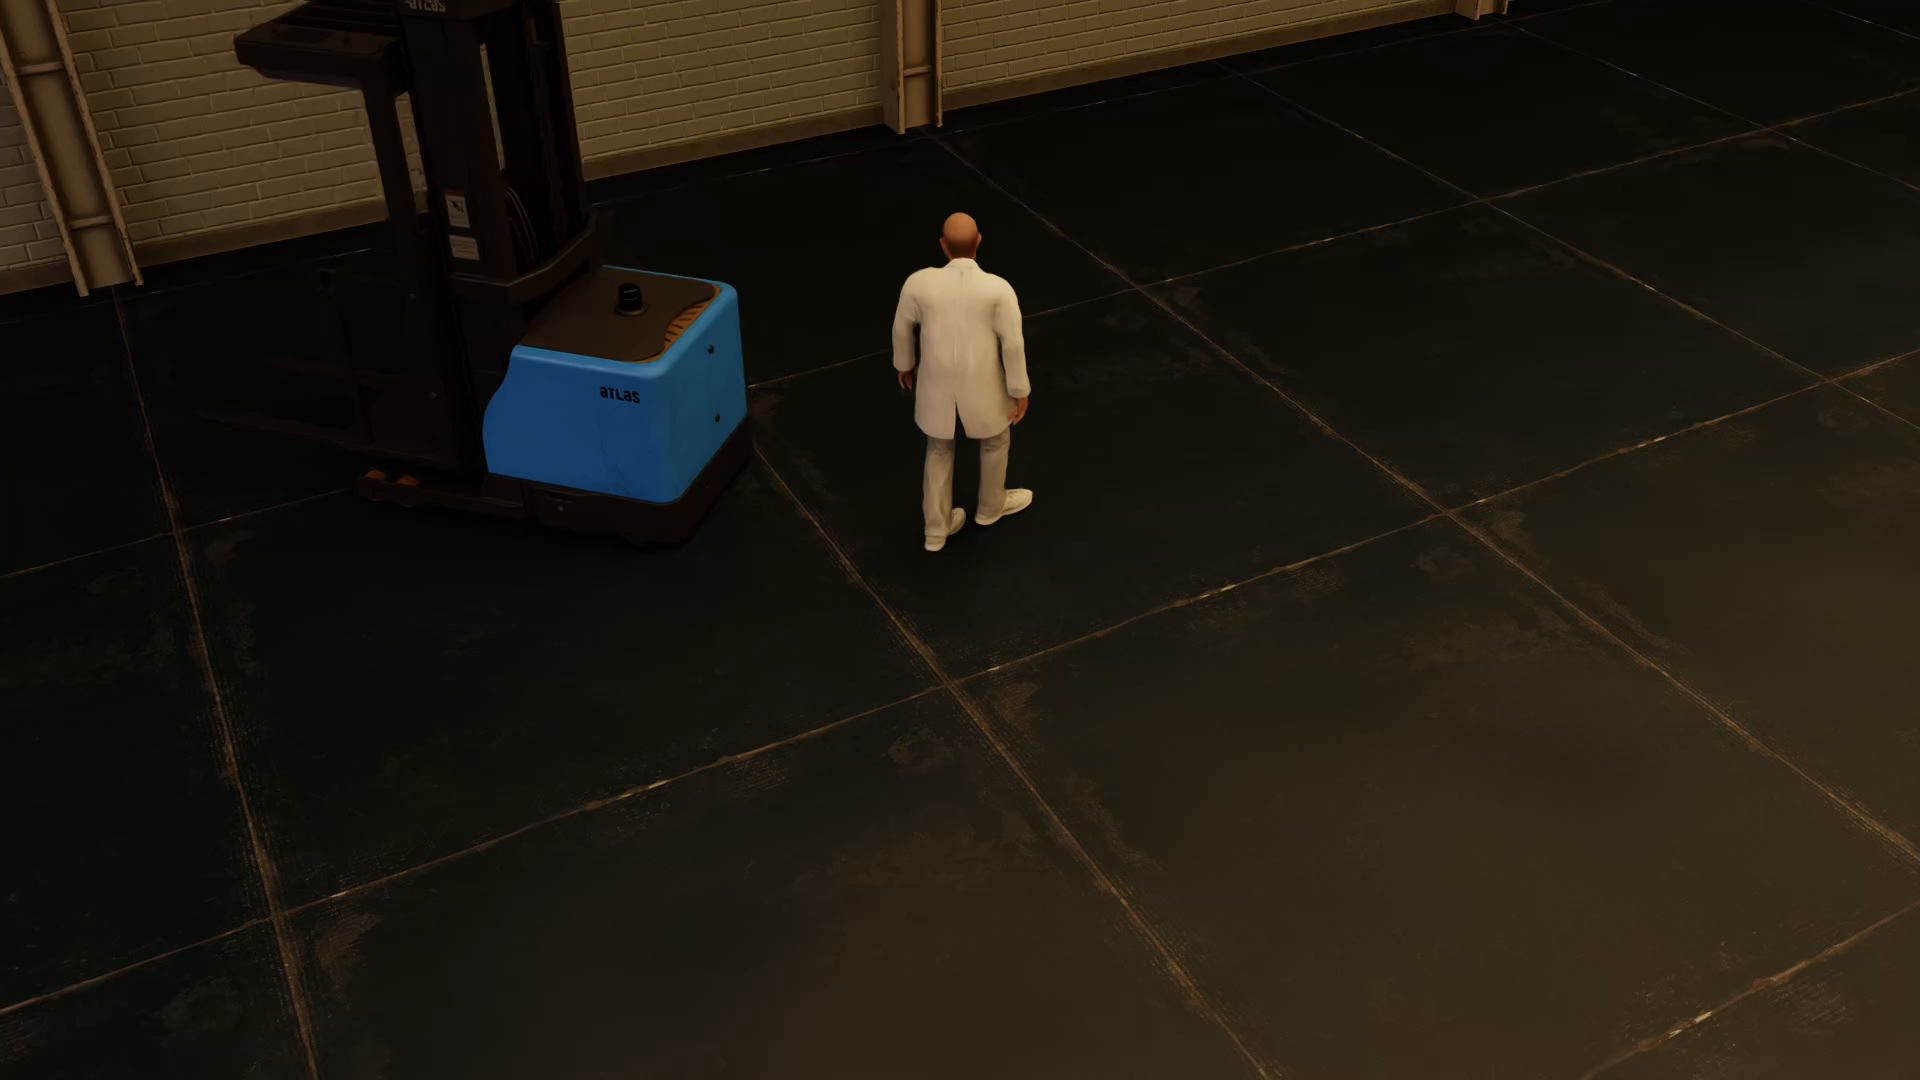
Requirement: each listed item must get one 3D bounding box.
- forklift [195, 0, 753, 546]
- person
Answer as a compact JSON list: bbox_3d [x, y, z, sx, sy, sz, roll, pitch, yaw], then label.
[{"bbox_3d":[-2.726,-1.652,8.460,3.031,2.935,1.130,10,36,14],"label":"forklift"},{"bbox_3d":[0.011,-0.804,8.280,0.727,1.760,0.599,7,36,10],"label":"person"}]
